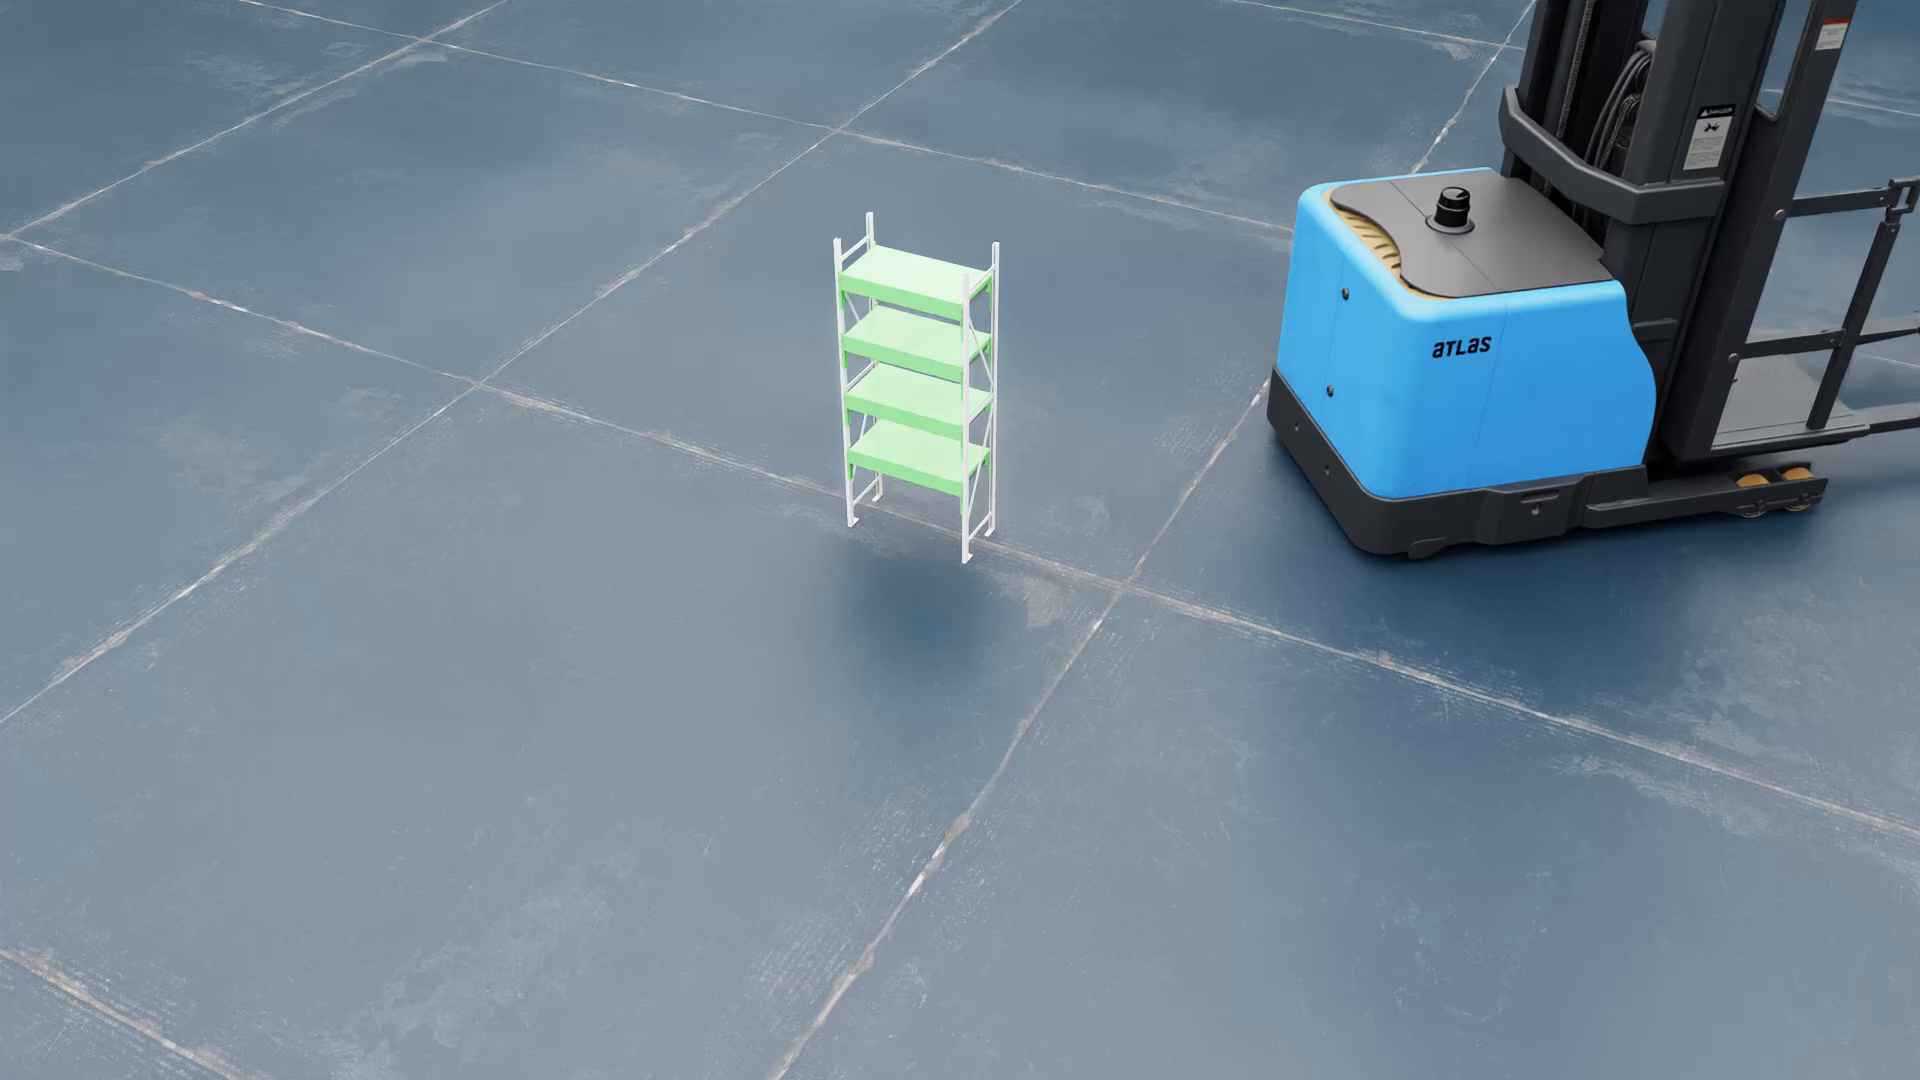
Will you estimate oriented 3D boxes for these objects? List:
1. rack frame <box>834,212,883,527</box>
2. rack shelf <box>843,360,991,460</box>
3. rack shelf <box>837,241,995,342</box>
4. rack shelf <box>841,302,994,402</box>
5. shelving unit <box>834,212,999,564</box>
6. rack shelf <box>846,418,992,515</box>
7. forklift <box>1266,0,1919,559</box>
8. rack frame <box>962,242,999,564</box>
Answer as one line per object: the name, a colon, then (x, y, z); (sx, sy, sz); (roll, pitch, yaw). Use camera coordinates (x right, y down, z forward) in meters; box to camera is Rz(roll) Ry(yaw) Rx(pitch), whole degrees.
rack frame: (-0.364, -0.592, 6.037); (0.015, 1.200, 0.240); (17, 41, 21)
rack shelf: (-0.147, -0.473, 5.986); (0.480, 0.148, 0.258); (17, 41, 21)
rack shelf: (-0.147, -0.855, 5.696); (0.480, 0.148, 0.258); (17, 41, 21)
rack shelf: (-0.147, -0.664, 5.841); (0.480, 0.148, 0.258); (17, 41, 21)
shelving unit: (-0.147, -0.524, 5.948); (0.503, 1.200, 0.258); (17, 41, 21)
rack shelf: (-0.147, -0.282, 6.132); (0.480, 0.148, 0.258); (17, 41, 21)
forklift: (2.825, -1.556, 5.876); (3.031, 2.935, 1.130); (-8, 38, -10)
rack frame: (0.070, -0.456, 5.858); (0.015, 1.200, 0.240); (17, 41, 21)
